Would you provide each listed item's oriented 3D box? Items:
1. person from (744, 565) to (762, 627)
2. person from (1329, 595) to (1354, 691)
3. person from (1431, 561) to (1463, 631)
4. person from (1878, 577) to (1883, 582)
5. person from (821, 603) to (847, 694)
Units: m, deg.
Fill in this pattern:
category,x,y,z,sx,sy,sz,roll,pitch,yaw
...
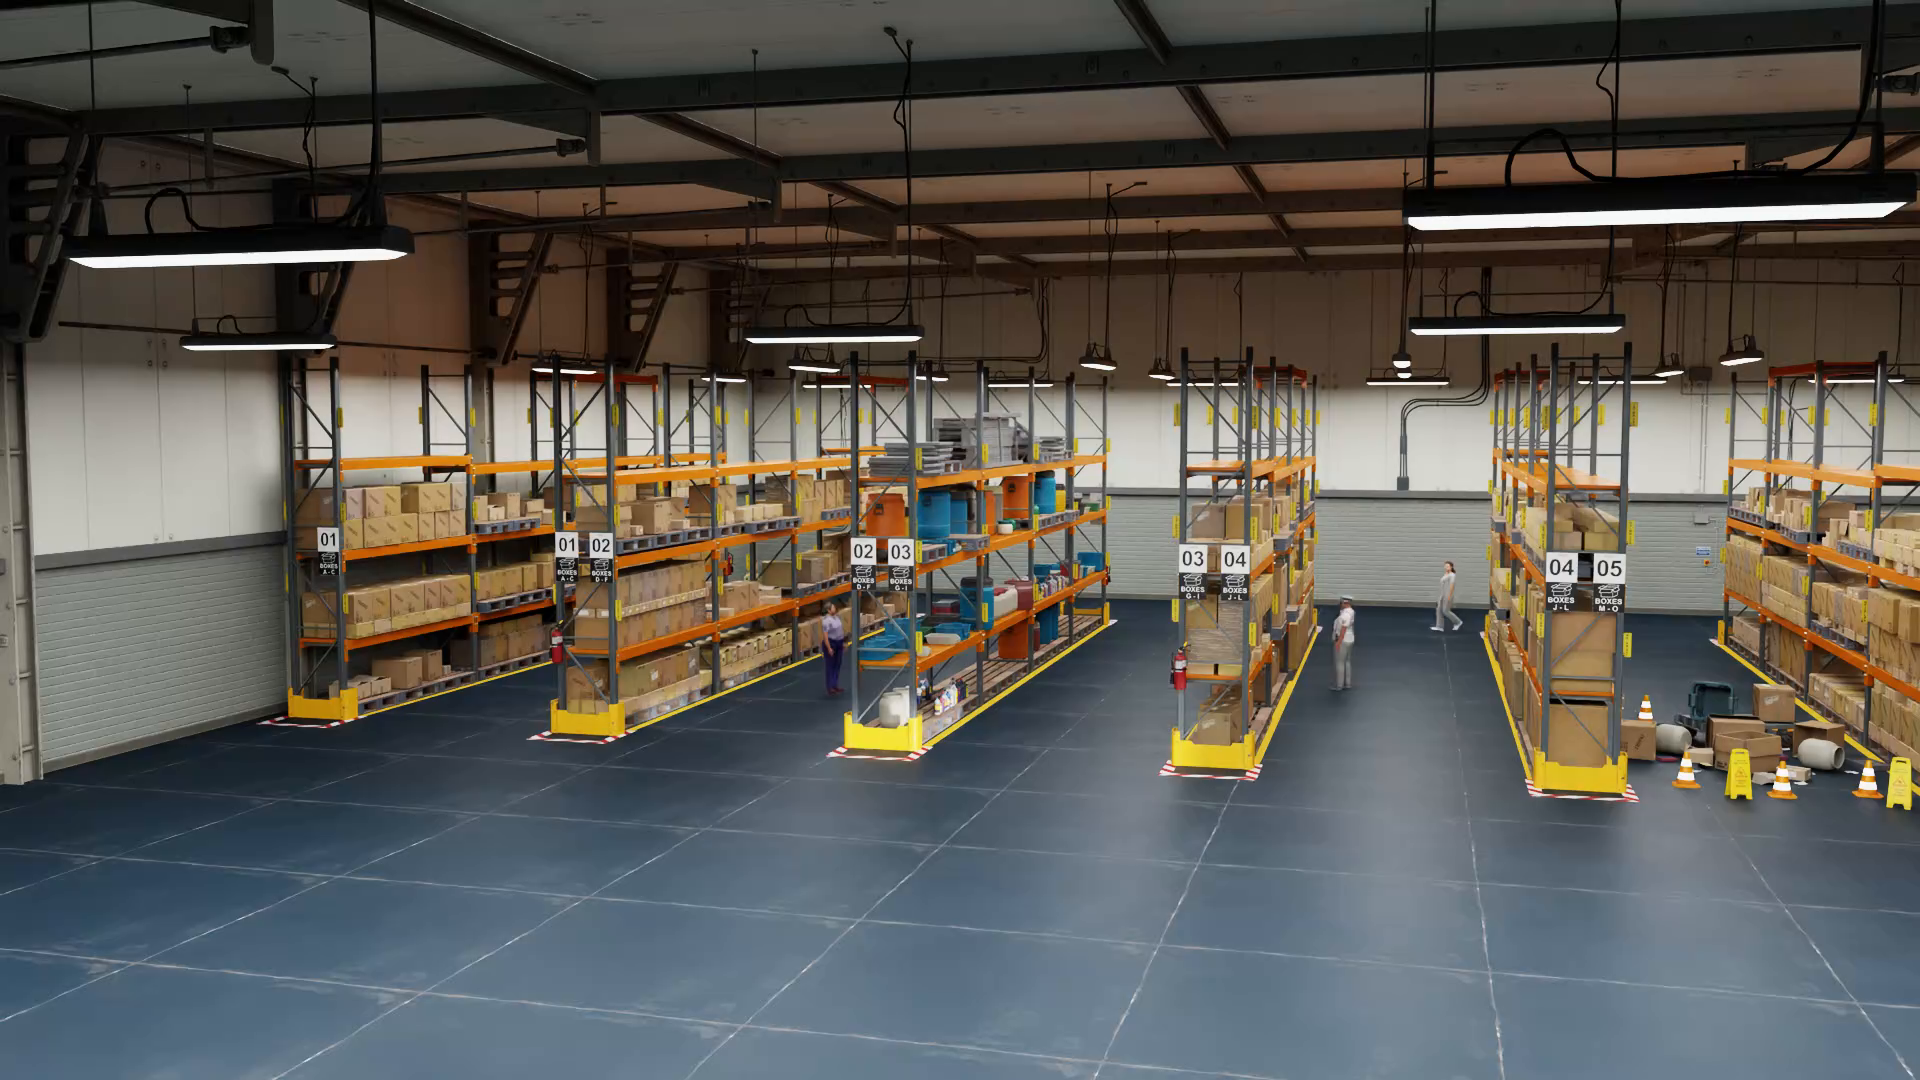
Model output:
category,x,y,z,sx,sy,sz,roll,pitch,yaw
person,-4.861,1.329,38.913,0.418,1.619,1.041,1,4,15
person,7.025,1.887,30.621,0.423,1.753,0.563,2,5,28
person,11.387,1.320,38.867,0.698,1.653,0.511,-1,4,-11
person,20.391,1.437,36.978,0.472,1.669,0.476,1,4,14
person,-2.284,1.940,30.040,0.368,1.639,0.552,3,5,35
